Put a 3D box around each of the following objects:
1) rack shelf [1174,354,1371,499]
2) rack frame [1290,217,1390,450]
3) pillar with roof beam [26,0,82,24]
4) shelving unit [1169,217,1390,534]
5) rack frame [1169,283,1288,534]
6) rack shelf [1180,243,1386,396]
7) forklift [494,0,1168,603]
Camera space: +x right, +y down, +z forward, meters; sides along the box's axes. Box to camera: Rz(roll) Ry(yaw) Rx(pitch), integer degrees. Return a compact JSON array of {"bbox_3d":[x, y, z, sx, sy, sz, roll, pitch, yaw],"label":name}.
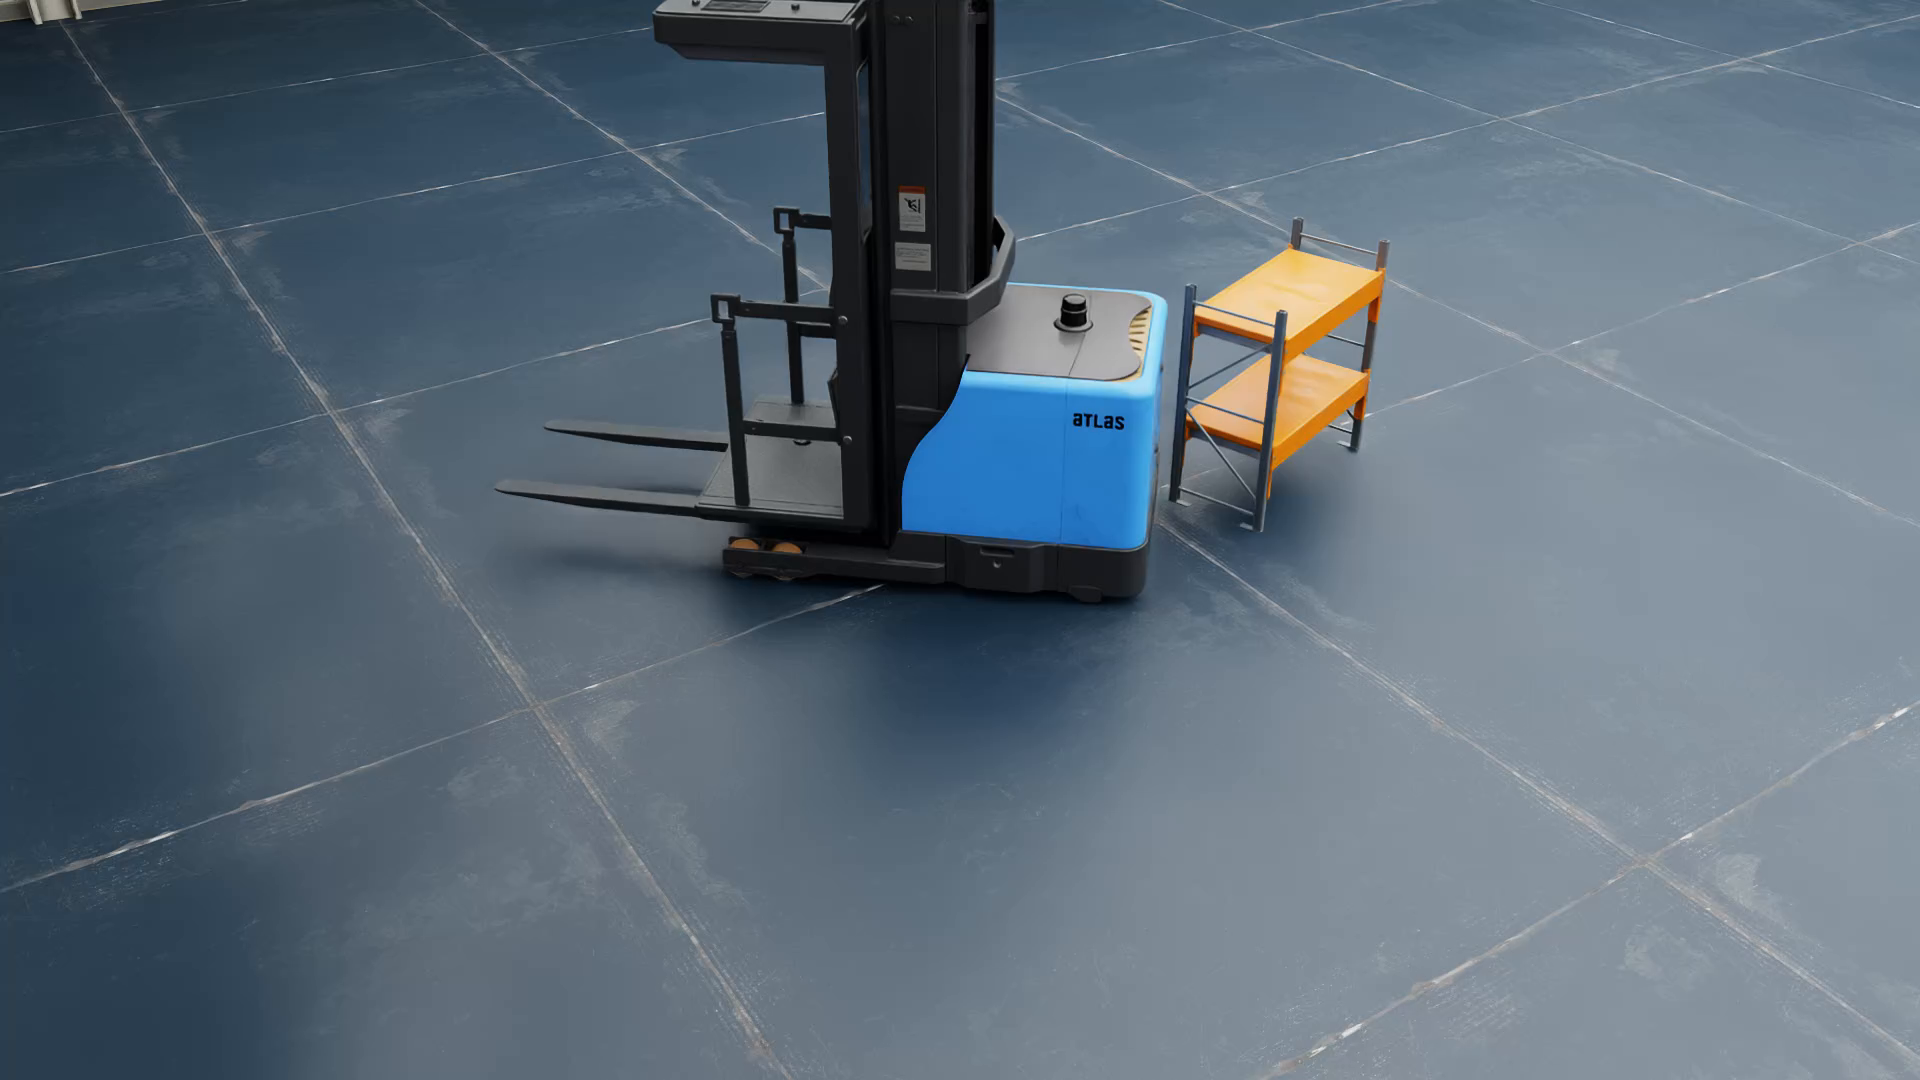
[{"bbox_3d":[1.527,-0.600,8.105,0.538,0.278,1.000,22,38,31],"label":"rack shelf"},{"bbox_3d":[1.837,-1.022,8.315,0.500,1.125,0.032,22,38,31],"label":"rack frame"},{"bbox_3d":[-6.056,-6.726,9.978,0.400,9.000,9.100,-19,37,-27],"label":"pillar with roof beam"},{"bbox_3d":[1.527,-0.806,7.974,0.538,1.125,1.048,22,38,31],"label":"shelving unit"},{"bbox_3d":[1.218,-0.591,7.633,0.500,1.125,0.032,22,38,31],"label":"rack frame"},{"bbox_3d":[1.527,-1.054,7.818,0.538,0.278,1.000,22,38,31],"label":"rack shelf"},{"bbox_3d":[-0.614,-1.330,7.112,3.031,2.935,1.130,5,33,8],"label":"forklift"}]
